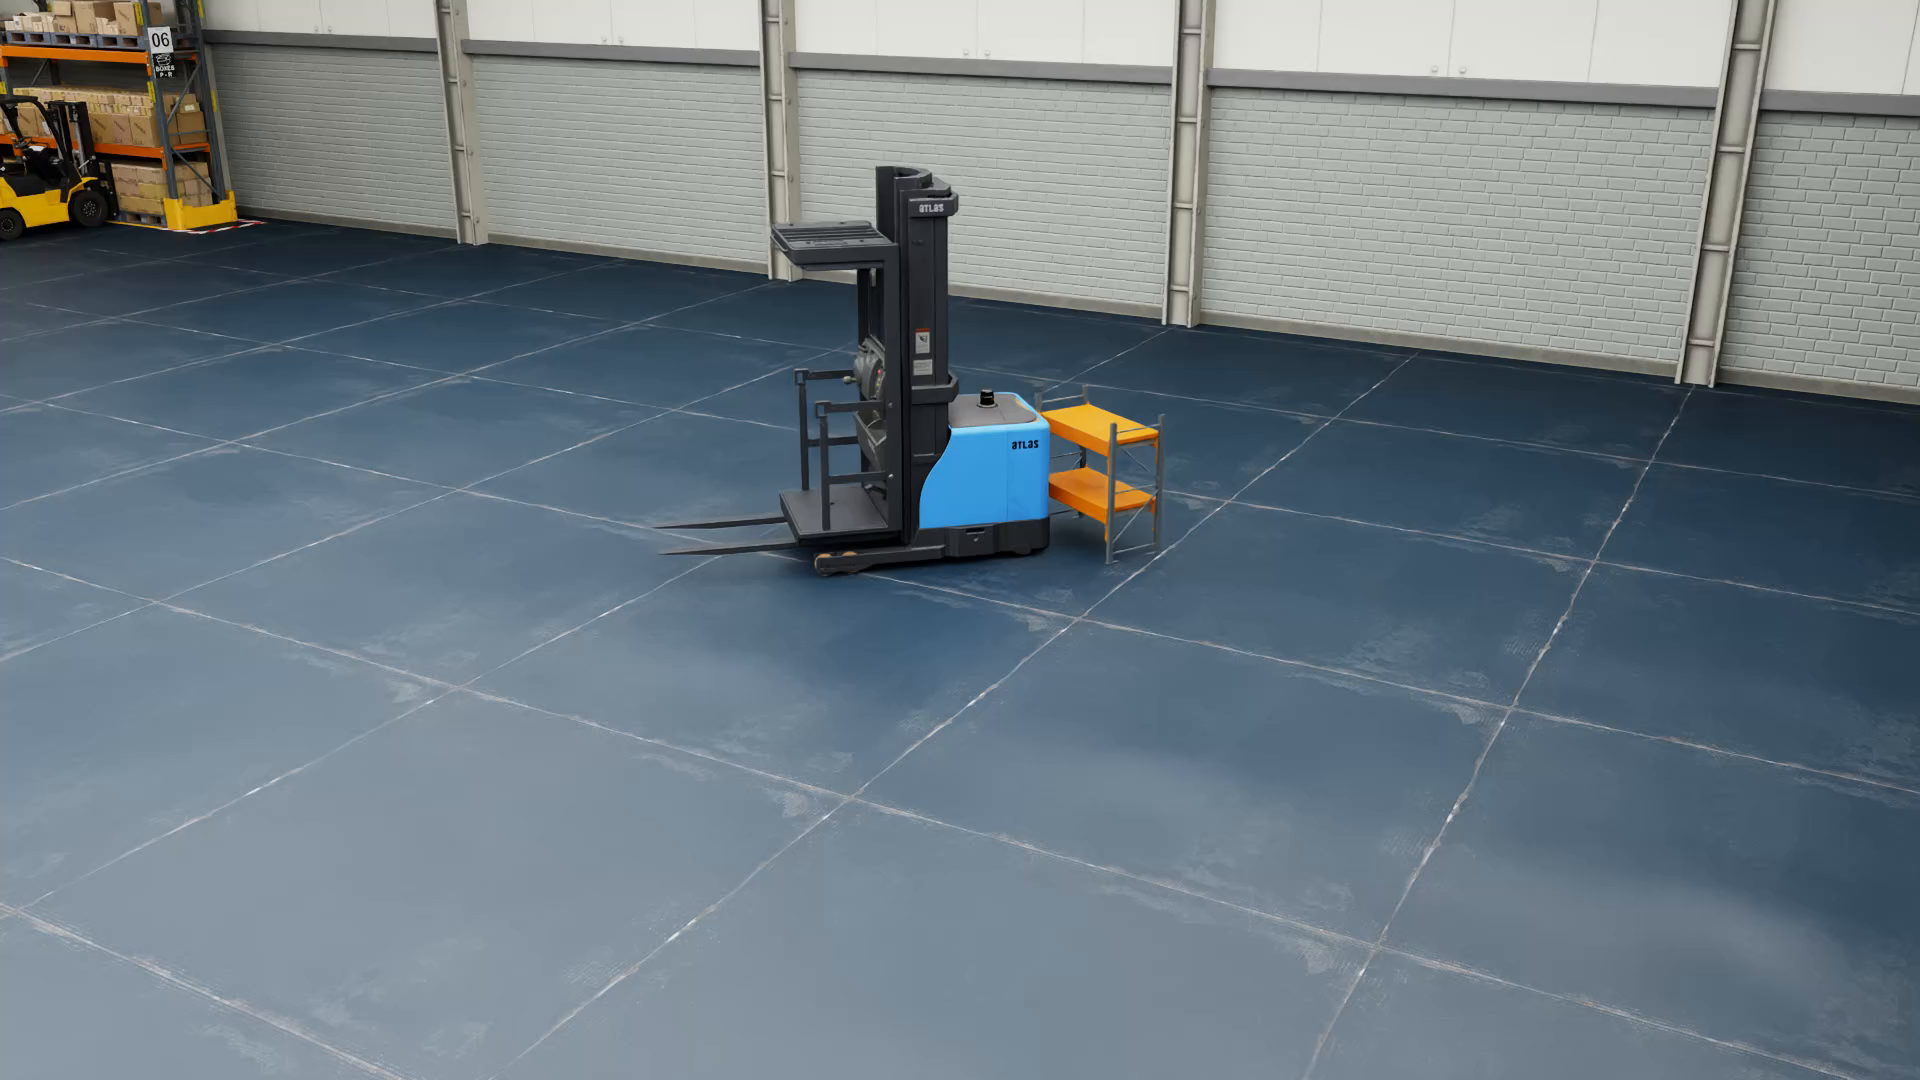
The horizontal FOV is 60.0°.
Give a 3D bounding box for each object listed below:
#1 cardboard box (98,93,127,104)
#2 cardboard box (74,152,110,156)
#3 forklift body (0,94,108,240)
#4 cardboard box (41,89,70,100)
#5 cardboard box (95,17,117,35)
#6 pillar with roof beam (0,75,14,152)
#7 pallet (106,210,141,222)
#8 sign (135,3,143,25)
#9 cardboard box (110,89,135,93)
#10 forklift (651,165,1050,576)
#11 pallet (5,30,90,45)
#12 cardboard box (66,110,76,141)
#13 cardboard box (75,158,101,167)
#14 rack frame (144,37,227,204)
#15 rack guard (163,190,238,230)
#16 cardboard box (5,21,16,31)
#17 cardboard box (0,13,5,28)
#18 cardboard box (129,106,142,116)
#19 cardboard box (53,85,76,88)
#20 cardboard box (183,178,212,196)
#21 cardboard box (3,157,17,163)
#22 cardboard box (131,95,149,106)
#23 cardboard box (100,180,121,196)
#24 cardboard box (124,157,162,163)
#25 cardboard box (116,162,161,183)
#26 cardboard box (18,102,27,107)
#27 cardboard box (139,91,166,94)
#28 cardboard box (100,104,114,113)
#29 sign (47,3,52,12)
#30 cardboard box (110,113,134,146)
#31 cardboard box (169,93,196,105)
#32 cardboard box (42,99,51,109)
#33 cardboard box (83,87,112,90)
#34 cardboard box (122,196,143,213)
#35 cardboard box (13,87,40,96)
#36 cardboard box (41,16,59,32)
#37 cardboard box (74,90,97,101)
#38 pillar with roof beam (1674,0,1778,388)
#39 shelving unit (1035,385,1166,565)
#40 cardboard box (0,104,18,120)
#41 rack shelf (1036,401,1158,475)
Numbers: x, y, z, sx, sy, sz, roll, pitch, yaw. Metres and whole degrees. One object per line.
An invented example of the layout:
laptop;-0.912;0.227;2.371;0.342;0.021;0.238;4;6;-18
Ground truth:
cardboard box;-14.126;-7.364;27.732;0.250;0.149;0.380;11;23;29
cardboard box;-15.294;-6.670;29.304;0.500;0.250;0.500;10;22;27
forklift body;-15.321;-6.107;27.047;1.214;2.155;2.313;11;23;27
cardboard box;-15.460;-7.620;28.439;0.250;0.149;0.380;11;23;28
cardboard box;-13.868;-8.415;27.200;0.258;0.266;0.396;11;23;27
pillar with roof beam;-20.281;-9.654;26.784;0.400;9.000;9.100;11;23;27
pallet;-14.524;-5.741;28.882;1.213;0.211;1.003;11;23;27
sign;-13.052;-8.364;26.442;0.005;0.325;0.100;11;23;27
cardboard box;-14.301;-7.611;28.414;0.250;0.149;0.380;11;23;28
forklift;-0.870;-1.303;12.660;3.031;2.935;1.130;-5;21;-13
pallet;-15.510;-8.634;28.498;1.213;0.211;1.003;11;23;27
cardboard box;-15.102;-7.129;28.473;0.500;0.500;0.500;11;22;27
cardboard box;-15.117;-6.433;28.650;0.500;0.250;0.500;12;23;29
rack frame;-12.775;-6.734;27.530;0.127;3.000;1.000;11;23;27
rack guard;-12.754;-5.555;27.946;0.348;0.500;1.175;11;23;27
cardboard box;-16.024;-8.771;28.352;0.250;0.149;0.380;11;23;28
cardboard box;-17.018;-9.060;28.911;0.500;0.311;0.500;10;22;26
cardboard box;-13.452;-7.094;27.425;0.250;0.149;0.380;11;23;28
cardboard box;-15.643;-7.874;29.138;0.250;0.149;0.380;10;22;26
cardboard box;-13.085;-6.014;28.228;0.500;0.250;0.500;11;23;28
cardboard box;-16.728;-6.564;29.928;0.625;0.625;0.875;12;23;30
cardboard box;-13.421;-7.254;27.431;0.250;0.149;0.380;11;23;27
cardboard box;-14.246;-6.028;28.267;0.500;0.250;0.500;10;22;26
cardboard box;-13.972;-6.413;28.597;0.500;0.250;0.500;11;22;27
cardboard box;-13.778;-6.176;27.942;0.500;0.250;0.500;11;23;28
cardboard box;-16.117;-7.620;28.875;0.250;0.149;0.380;10;22;26
cardboard box;-13.623;-7.484;28.064;0.250;0.149;0.380;11;23;28
cardboard box;-14.116;-7.230;27.800;0.250;0.149;0.380;10;22;26
sign;-15.998;-9.255;29.207;0.005;0.325;0.100;11;23;27
cardboard box;-13.781;-6.874;27.769;0.500;0.500;0.500;12;23;29
cardboard box;-12.964;-7.345;27.681;0.250;0.149;0.380;10;22;26
cardboard box;-15.470;-7.479;28.487;0.250;0.149;0.380;11;23;28
cardboard box;-14.939;-7.762;28.829;0.250;0.149;0.380;10;22;26
cardboard box;-13.769;-5.708;28.120;0.500;0.250;0.500;11;23;27
cardboard box;-16.134;-7.750;28.796;0.250;0.149;0.380;11;23;28
cardboard box;-15.120;-8.653;27.857;0.258;0.266;0.396;10;22;26
cardboard box;-14.744;-7.523;28.171;0.250;0.149;0.380;11;23;28
pillar with roof beam;5.909;-4.665;13.030;0.400;9.000;9.100;11;23;27
shelving unit;1.087;-0.536;13.194;0.538;1.125;1.048;-12;23;-29
cardboard box;-16.821;-7.569;29.320;0.500;0.250;0.500;10;22;26
rack shelf;1.087;-0.811;13.094;0.538;0.278;1.000;-12;23;-29
